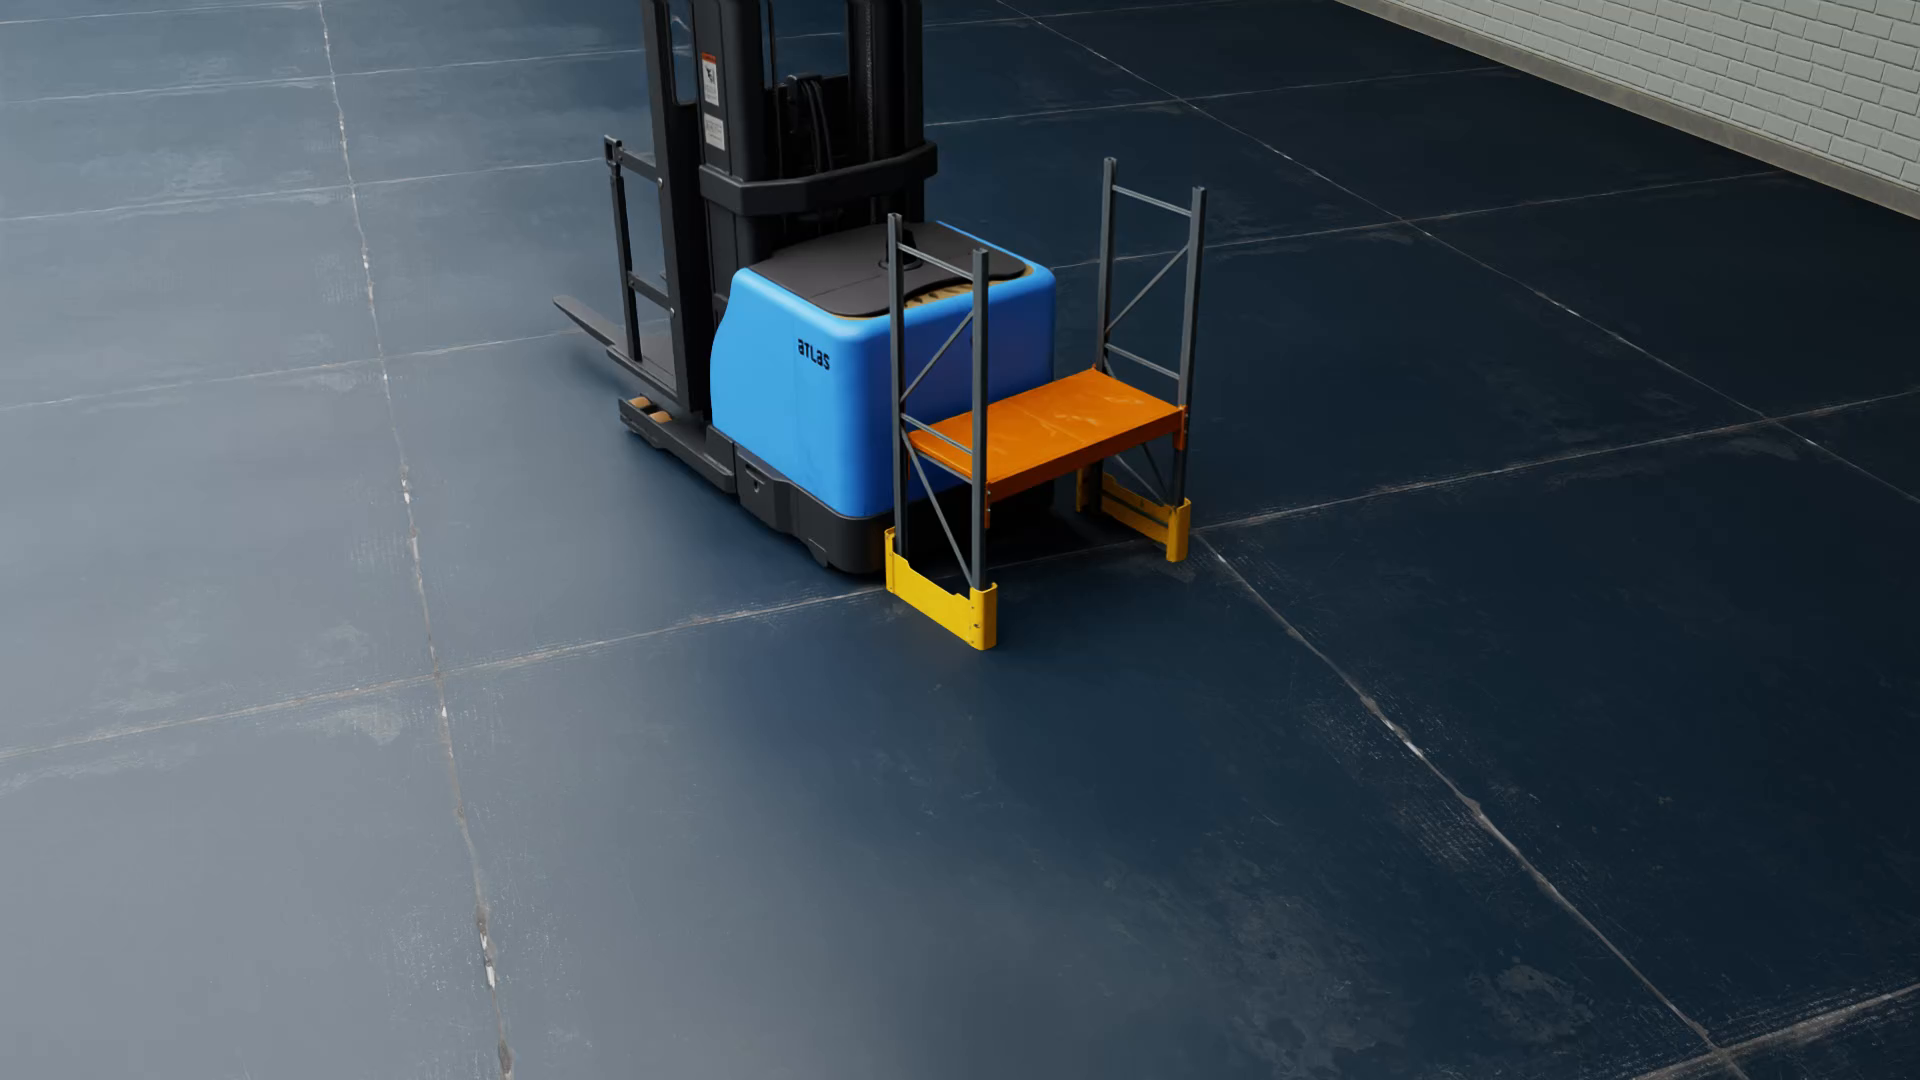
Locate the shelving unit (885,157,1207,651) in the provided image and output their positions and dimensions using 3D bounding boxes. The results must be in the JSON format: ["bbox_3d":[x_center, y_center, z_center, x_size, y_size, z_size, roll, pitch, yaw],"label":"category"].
[{"bbox_3d":[0.309,-0.525,6.157,1.083,1.500,0.587,-22,36,-33],"label":"shelving unit"}]

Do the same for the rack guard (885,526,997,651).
[{"bbox_3d":[-0.076,0.174,6.192,0.087,0.250,0.587,-22,36,-33],"label":"rack guard"}]

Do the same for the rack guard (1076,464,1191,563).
[{"bbox_3d":[0.695,-0.138,6.740,0.087,0.250,0.587,-22,36,-33],"label":"rack guard"}]

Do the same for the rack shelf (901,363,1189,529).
[{"bbox_3d":[0.316,-0.372,6.251,1.000,0.185,0.538,-22,36,-33],"label":"rack shelf"}]

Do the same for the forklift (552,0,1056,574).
[{"bbox_3d":[-0.898,-1.814,6.974,1.130,2.935,3.031,-20,36,-32],"label":"forklift"}]

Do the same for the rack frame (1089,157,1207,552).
[{"bbox_3d":[0.710,-0.688,6.442,0.032,1.500,0.500,-22,36,-33],"label":"rack frame"}]

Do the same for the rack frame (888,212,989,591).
[{"bbox_3d":[-0.077,-0.369,5.882,0.032,1.500,0.500,-22,36,-33],"label":"rack frame"}]
